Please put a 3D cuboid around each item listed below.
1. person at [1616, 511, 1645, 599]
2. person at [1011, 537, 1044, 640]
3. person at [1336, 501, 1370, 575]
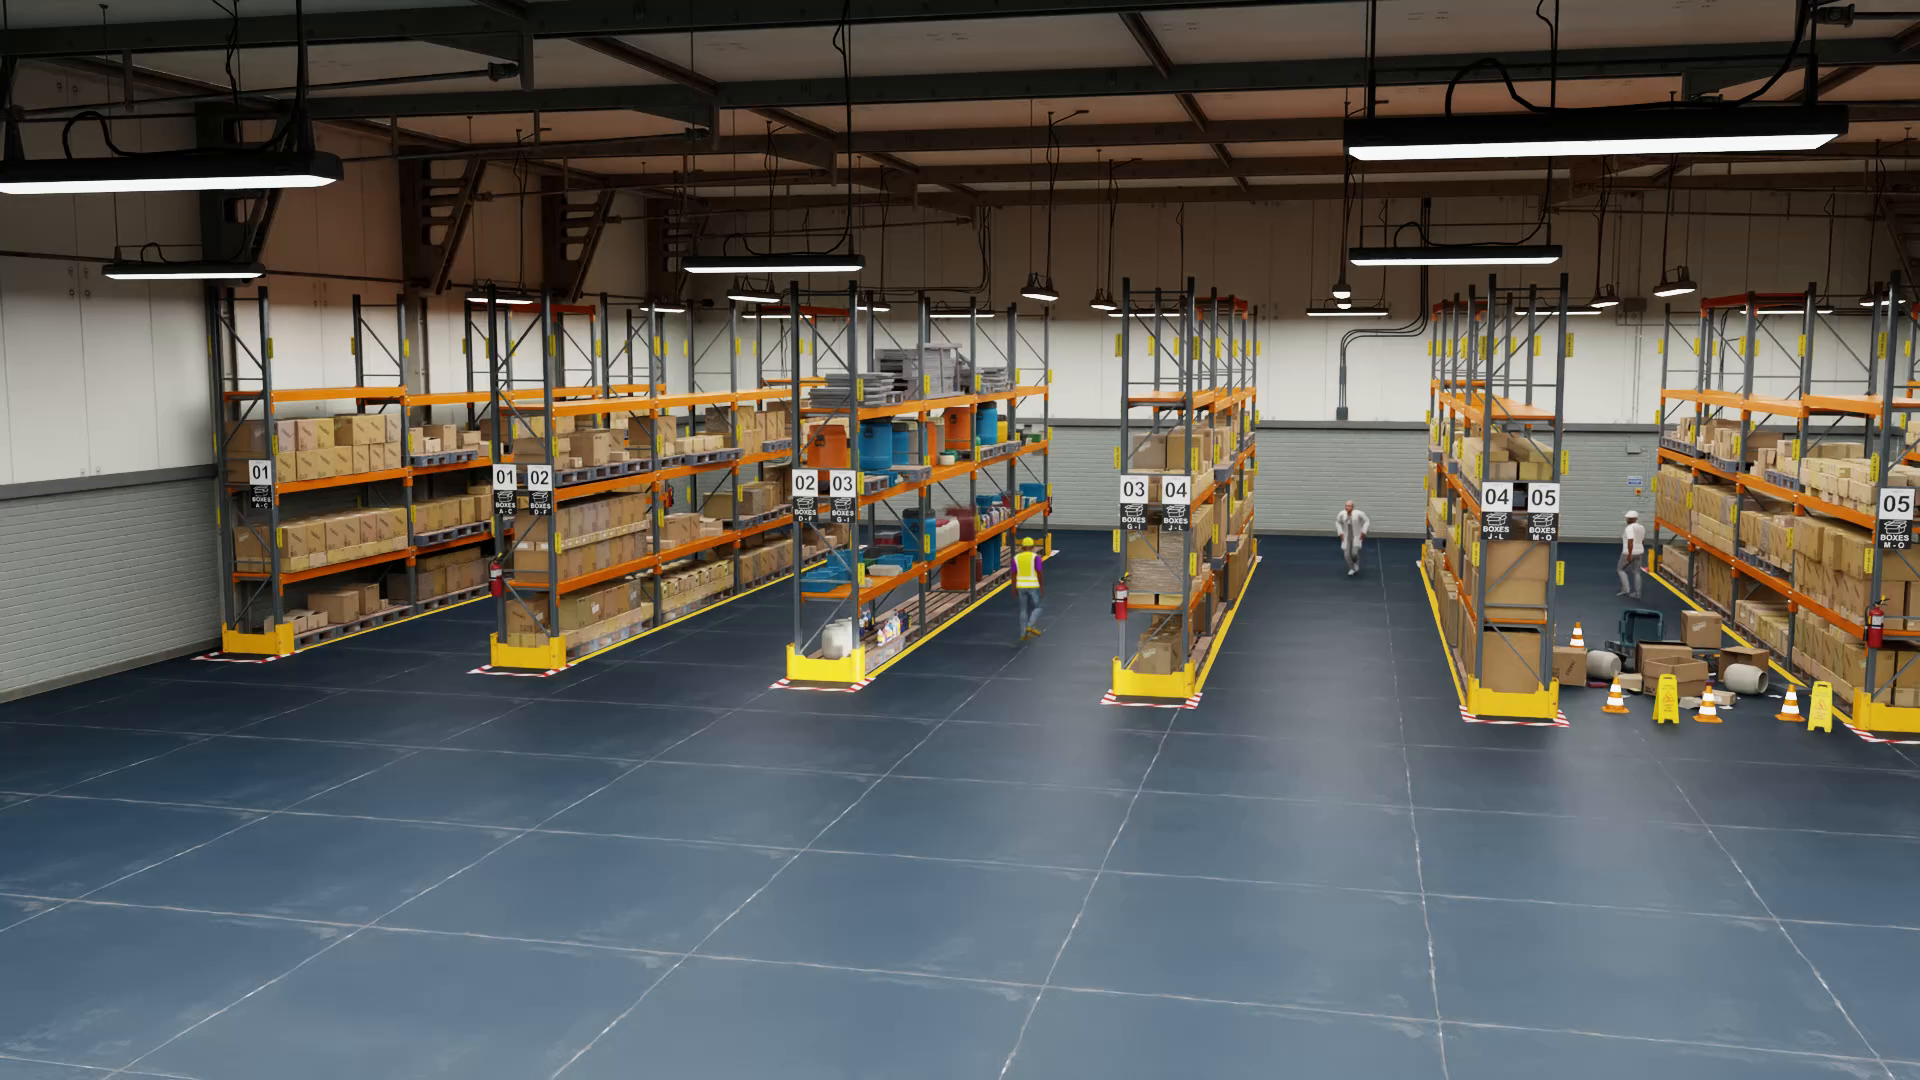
[{"bbox_3d":[13.546,0.288,33.373,0.544,1.746,0.558,-2,7,-14],"label":"person"},{"bbox_3d":[1.171,0.837,28.651,0.618,1.753,0.518,3,7,25],"label":"person"},{"bbox_3d":[8.697,-0.051,36.840,0.752,1.680,0.646,3,7,22],"label":"person"}]
